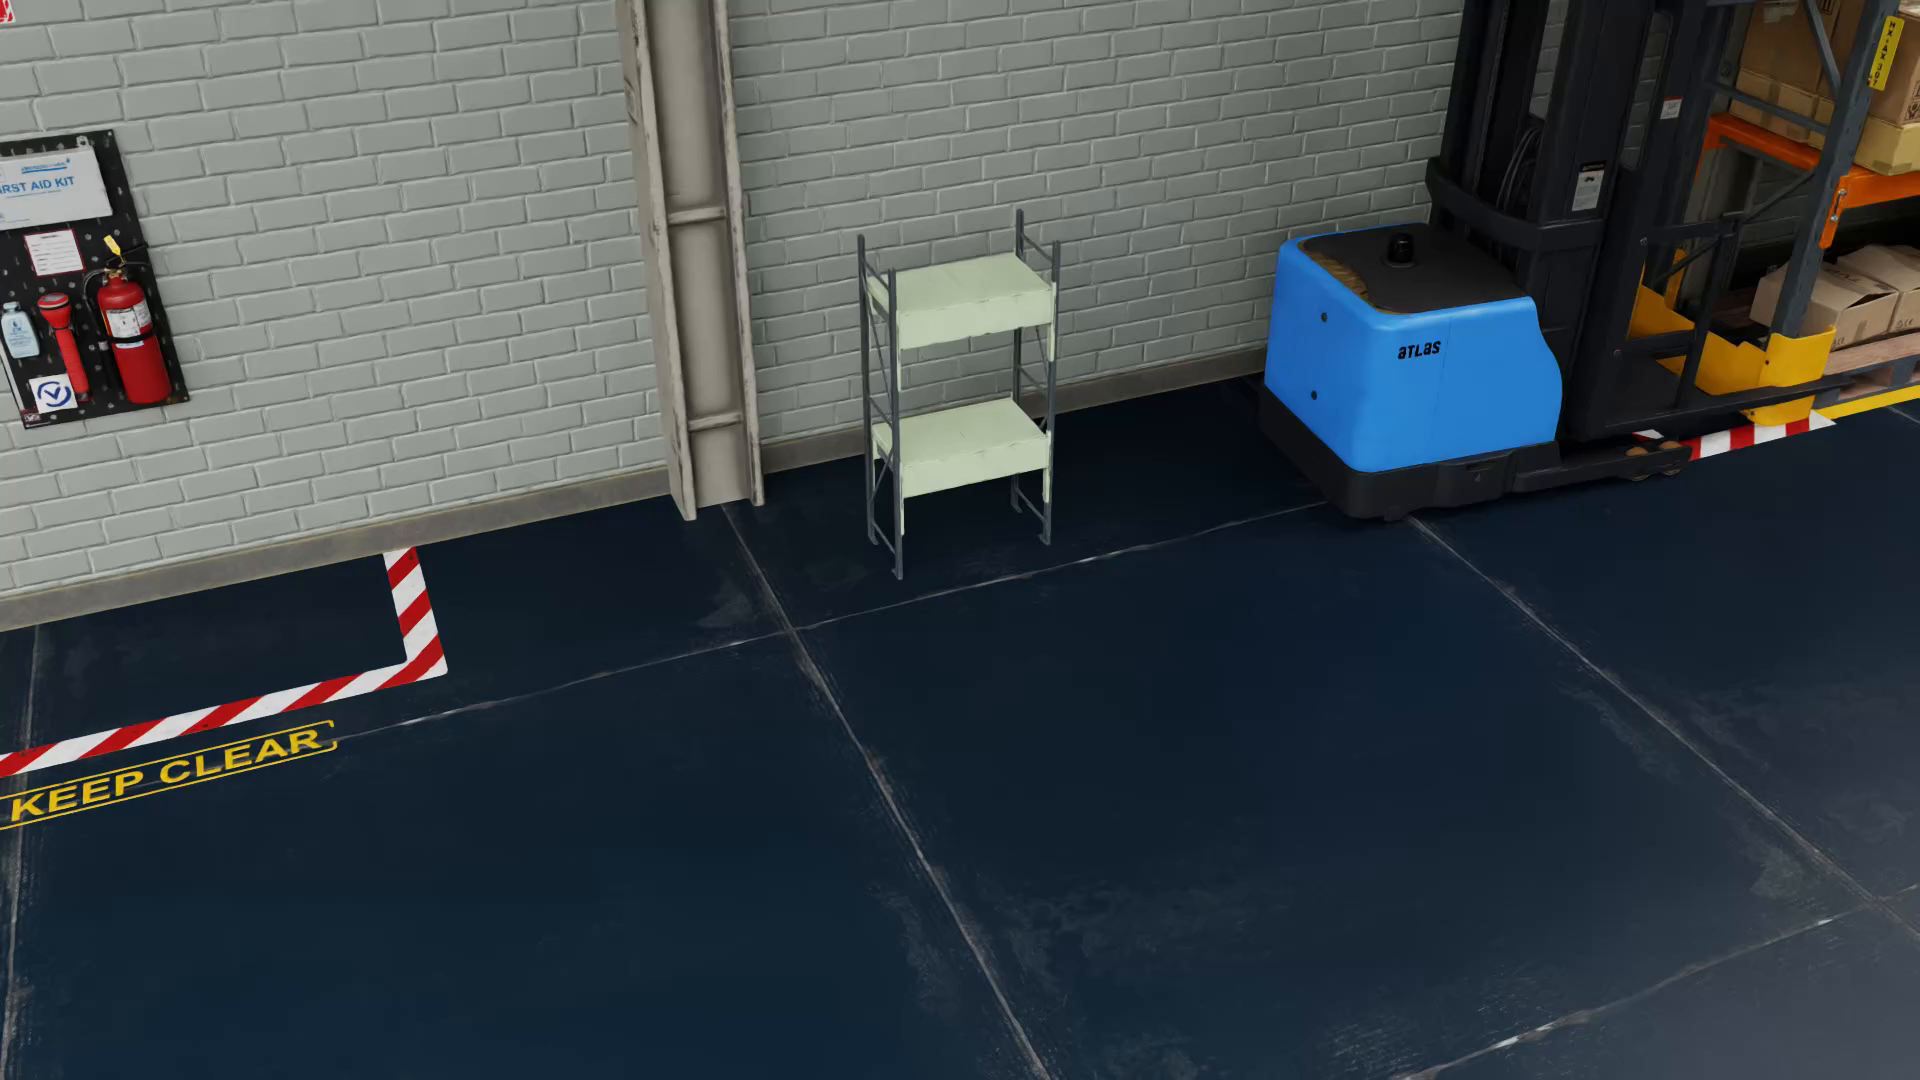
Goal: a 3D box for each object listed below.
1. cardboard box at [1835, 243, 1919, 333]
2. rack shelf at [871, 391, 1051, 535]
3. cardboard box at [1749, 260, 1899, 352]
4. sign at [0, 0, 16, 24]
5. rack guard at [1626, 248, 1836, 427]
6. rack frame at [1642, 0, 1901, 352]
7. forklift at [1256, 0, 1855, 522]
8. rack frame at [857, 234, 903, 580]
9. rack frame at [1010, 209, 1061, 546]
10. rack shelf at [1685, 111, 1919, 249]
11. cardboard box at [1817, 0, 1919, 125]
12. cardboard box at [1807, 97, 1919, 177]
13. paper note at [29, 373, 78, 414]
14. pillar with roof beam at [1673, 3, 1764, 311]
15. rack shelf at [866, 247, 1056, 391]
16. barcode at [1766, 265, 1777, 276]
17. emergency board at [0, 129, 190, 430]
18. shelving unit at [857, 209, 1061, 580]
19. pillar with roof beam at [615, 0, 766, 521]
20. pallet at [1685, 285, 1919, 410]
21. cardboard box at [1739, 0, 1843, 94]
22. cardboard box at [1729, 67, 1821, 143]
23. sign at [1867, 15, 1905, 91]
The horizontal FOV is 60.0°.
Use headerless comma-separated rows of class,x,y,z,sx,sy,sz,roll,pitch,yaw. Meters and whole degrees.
cardboard box,5.242,-1.429,9.257,0.500,0.311,0.500,-10,34,-15
rack shelf,-0.006,-0.354,7.517,0.720,0.370,0.431,-13,35,-19
cardboard box,4.716,-1.308,9.072,0.500,0.311,0.500,-17,37,-24
sign,-3.518,-1.983,5.922,0.199,0.298,0.001,-13,35,-19
rack guard,4.113,-1.118,9.010,0.348,0.500,1.175,-13,35,-19
rack frame,4.043,-2.150,8.304,0.127,3.000,1.000,-13,35,-19
forklift,3.094,-1.782,7.801,3.031,2.935,1.130,-10,34,-15
rack frame,-0.344,-0.550,7.220,0.023,1.500,0.400,-13,35,-19
rack frame,0.331,-0.704,7.458,0.023,1.500,0.400,-13,35,-19
rack shelf,5.887,-2.271,9.149,4.000,0.370,1.077,-13,35,-19
cardboard box,4.600,-2.359,8.057,0.500,0.500,0.500,-13,35,-19
cardboard box,4.616,-2.039,8.252,0.500,0.250,0.500,-14,36,-20
paper note,-3.662,-0.591,6.716,0.142,0.148,0.016,-13,35,-19
pillar with roof beam,6.020,-3.082,4.236,0.400,9.000,9.100,-13,35,-19
rack shelf,-0.006,-0.954,7.126,0.720,0.370,0.431,-13,35,-19
barcode,4.578,-1.517,9.385,0.075,0.075,0.001,-13,35,-19
emergency board,-3.472,-0.963,6.480,0.643,1.169,0.194,-13,35,-19
shelving unit,-0.006,-0.627,7.339,0.755,1.500,0.431,-13,35,-19
pillar with roof beam,0.488,-1.816,2.289,0.400,9.000,9.100,-13,35,-19
pallet,4.876,-1.151,9.325,1.213,0.211,1.003,-13,35,-19
cardboard box,4.396,-2.616,8.452,0.500,0.500,0.500,-13,35,-19
cardboard box,4.399,-2.292,8.641,0.500,0.250,0.500,-12,35,-18
sign,4.253,-2.240,7.648,0.005,0.325,0.100,-13,35,-19
